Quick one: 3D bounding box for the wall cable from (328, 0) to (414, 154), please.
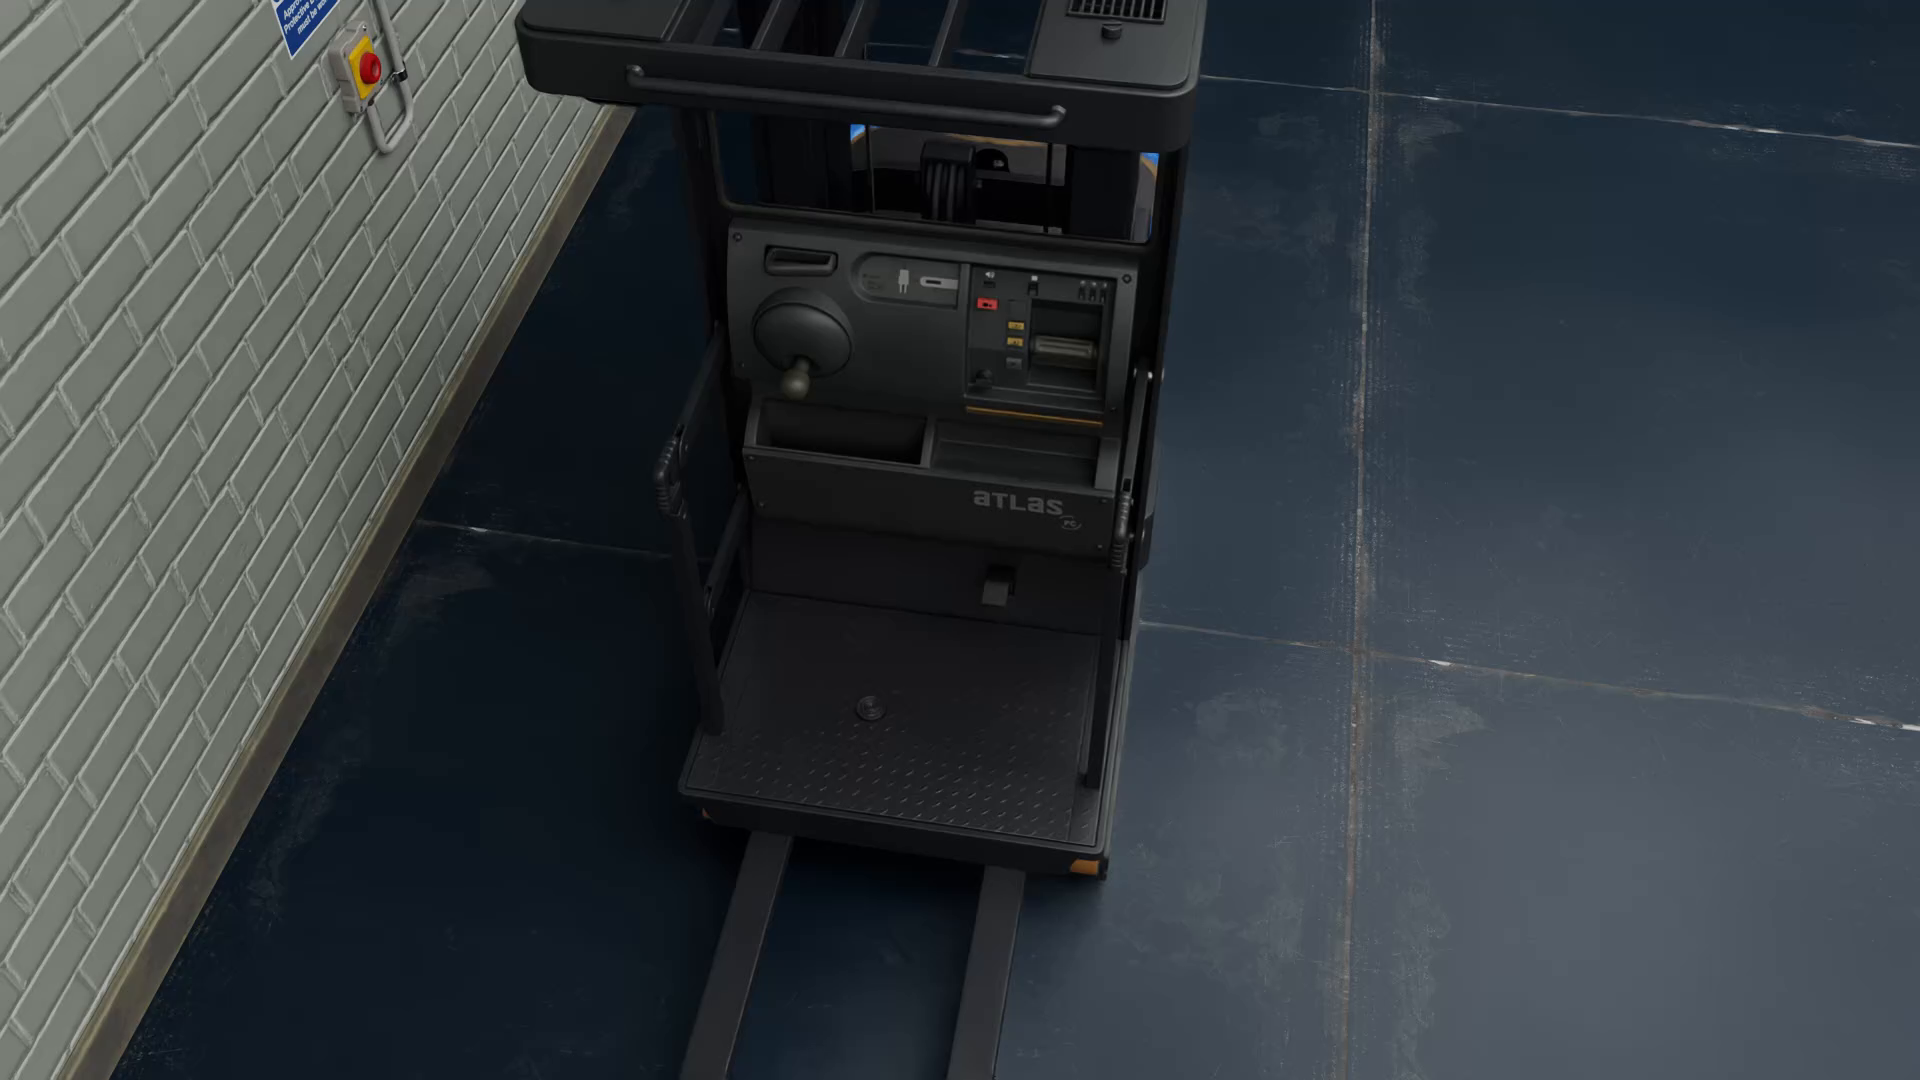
[{"bbox_3d":[-1.638,-1.722,4.077,0.123,1.953,0.585,8,49,7],"label":"wall cable"}]

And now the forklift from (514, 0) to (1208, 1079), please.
[{"bbox_3d":[-0.105,-0.385,3.626,1.130,2.935,3.031,7,48,6],"label":"forklift"}]

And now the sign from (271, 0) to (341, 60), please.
[{"bbox_3d":[-1.706,-1.436,4.342,0.001,0.218,0.327,8,49,7],"label":"sign"}]
